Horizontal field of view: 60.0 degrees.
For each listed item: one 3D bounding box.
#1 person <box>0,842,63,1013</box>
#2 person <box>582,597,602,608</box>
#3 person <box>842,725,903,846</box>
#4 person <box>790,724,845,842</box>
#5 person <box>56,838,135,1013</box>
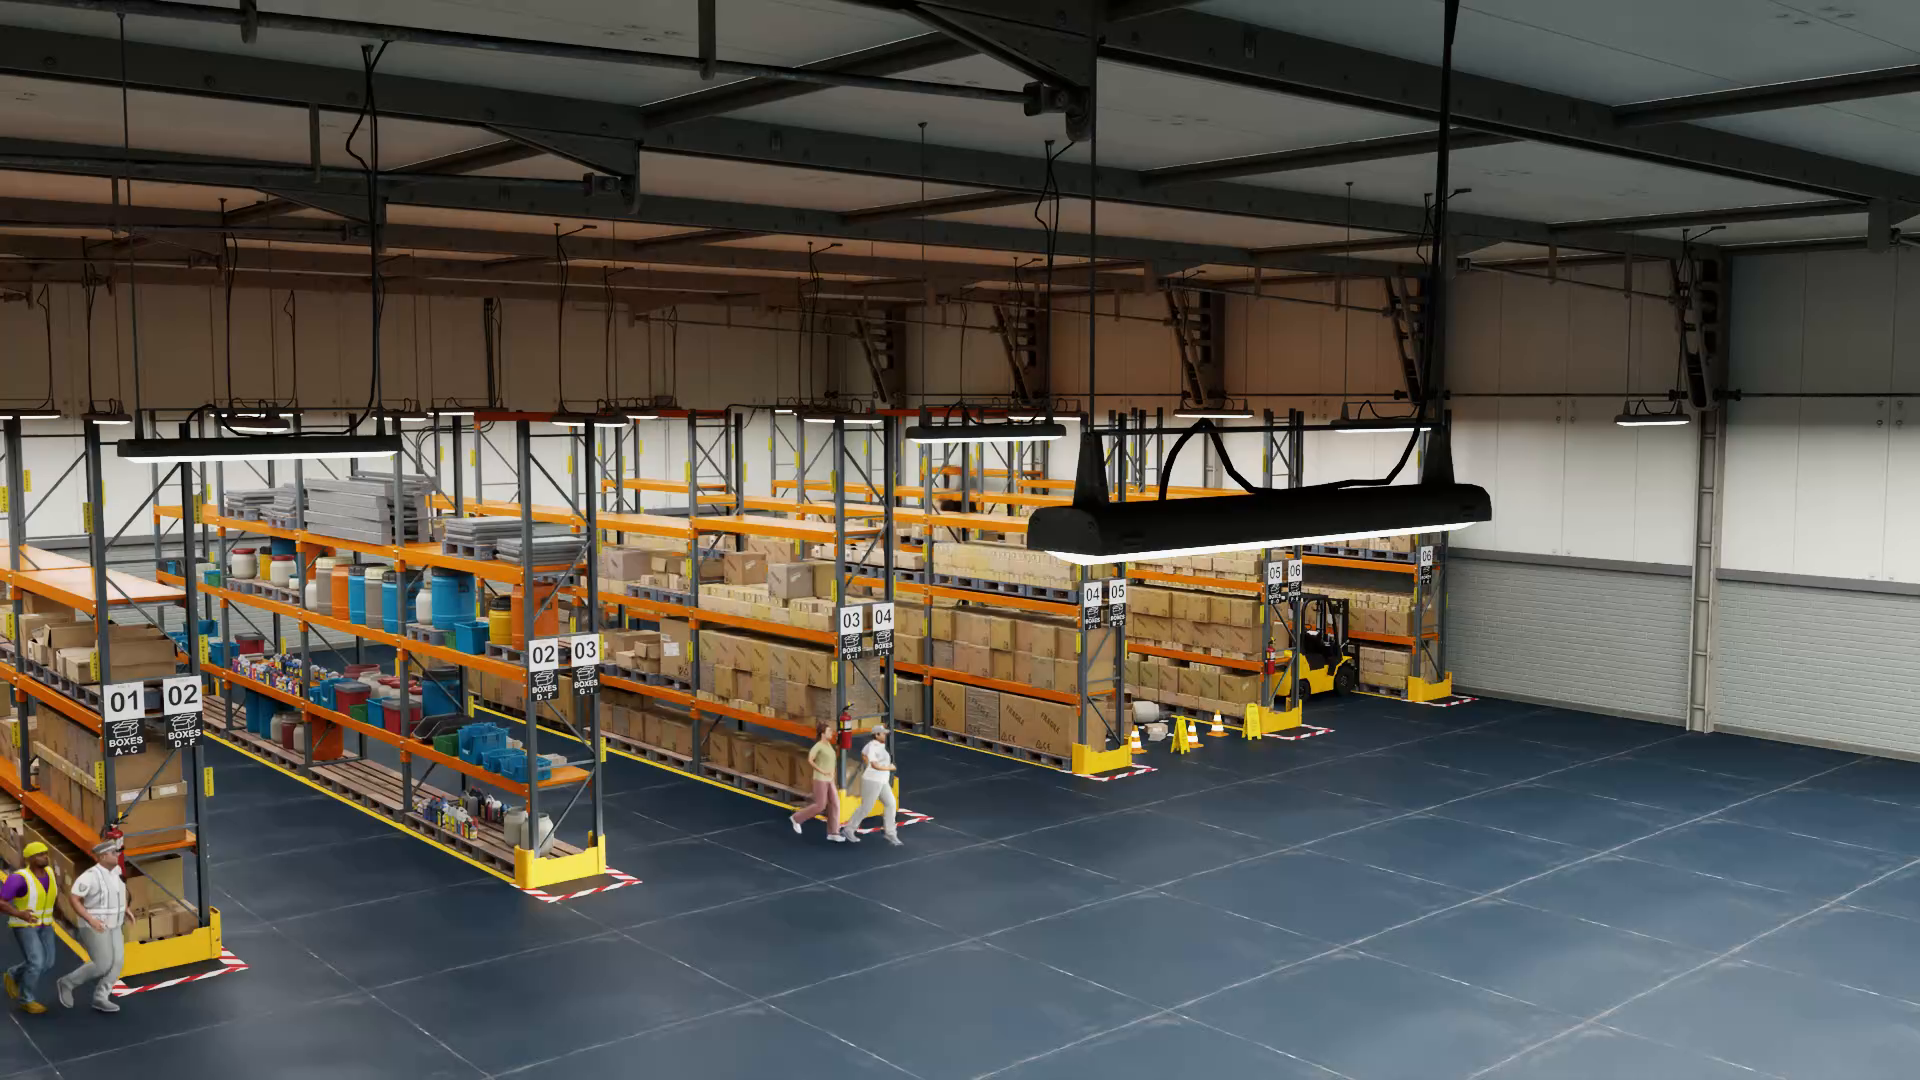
[{"bbox_3d":[-9.620,3.974,17.221,0.640,1.711,0.734,2,5,18],"label":"person"},{"bbox_3d":[-9.105,1.908,40.653,0.685,1.726,0.606,3,6,34],"label":"person"},{"bbox_3d":[-1.215,3.453,23.471,0.860,1.695,0.639,1,5,7],"label":"person"},{"bbox_3d":[-1.936,3.428,23.727,0.881,1.622,0.635,2,5,24],"label":"person"},{"bbox_3d":[-8.915,3.963,17.232,0.617,1.726,0.741,1,5,8],"label":"person"}]
